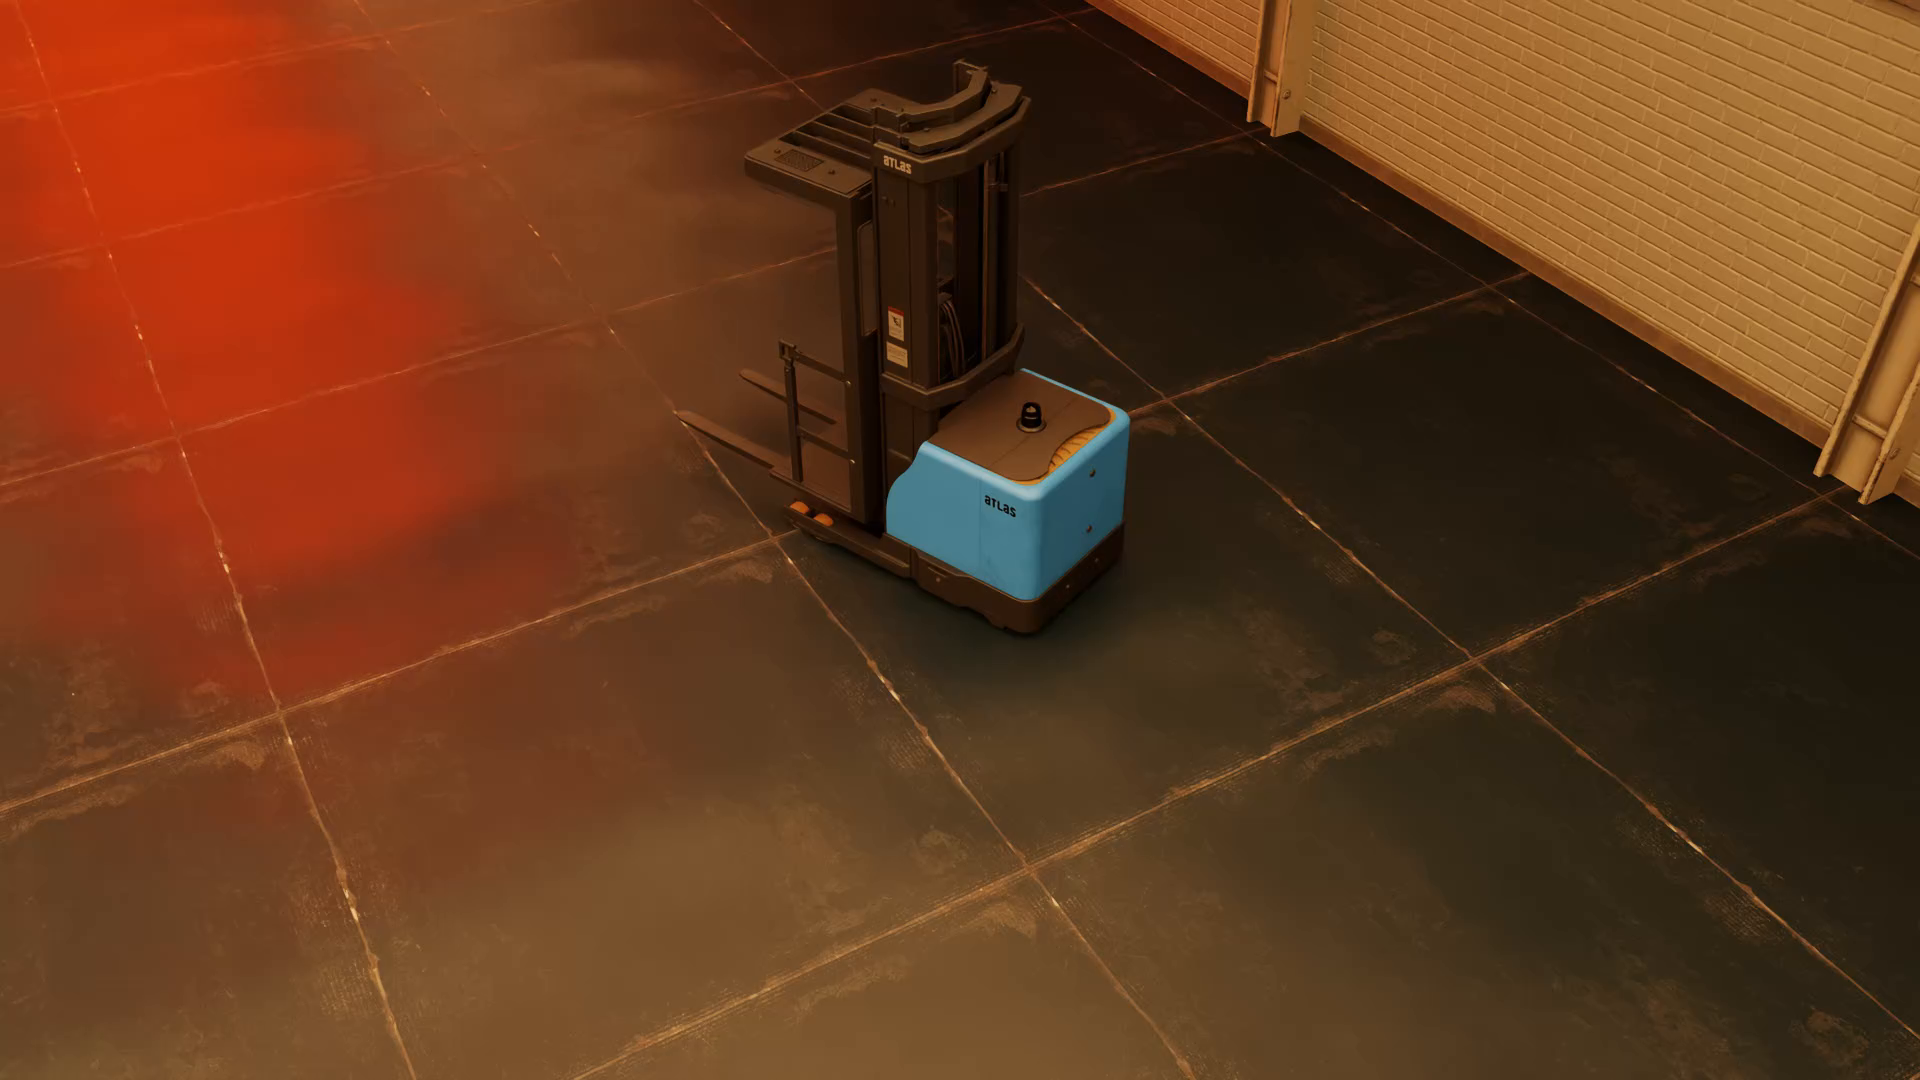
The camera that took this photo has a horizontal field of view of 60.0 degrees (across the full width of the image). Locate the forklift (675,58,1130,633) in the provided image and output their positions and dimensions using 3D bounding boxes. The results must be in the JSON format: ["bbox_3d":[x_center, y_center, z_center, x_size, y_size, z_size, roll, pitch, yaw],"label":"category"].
[{"bbox_3d":[-0.481,-1.366,9.683,3.031,2.935,1.130,26,46,28],"label":"forklift"}]
